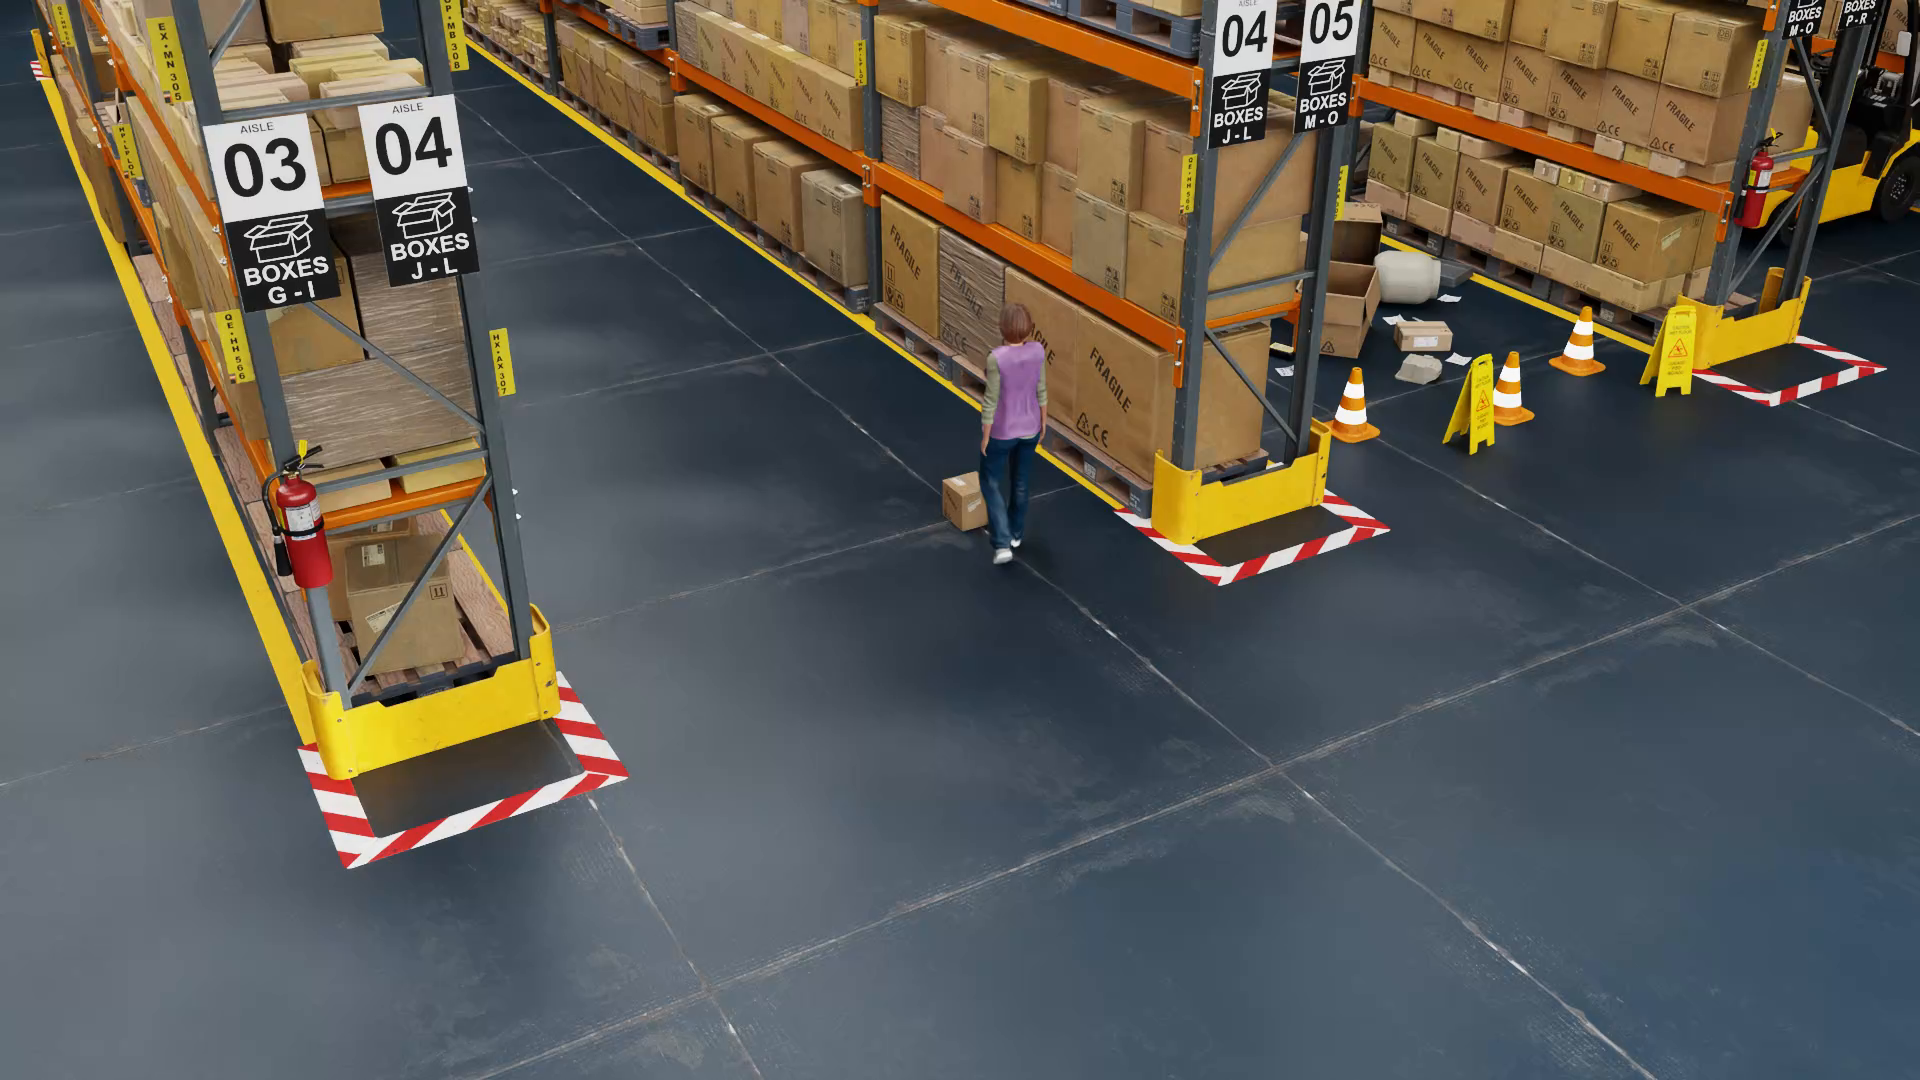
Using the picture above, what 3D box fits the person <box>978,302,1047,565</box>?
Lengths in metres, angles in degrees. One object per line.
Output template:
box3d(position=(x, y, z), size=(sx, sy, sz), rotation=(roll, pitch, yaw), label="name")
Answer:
box3d(position=(0.307, -0.634, 9.669), size=(0.444, 1.600, 0.540), rotation=(-12, 32, -20), label="person")
